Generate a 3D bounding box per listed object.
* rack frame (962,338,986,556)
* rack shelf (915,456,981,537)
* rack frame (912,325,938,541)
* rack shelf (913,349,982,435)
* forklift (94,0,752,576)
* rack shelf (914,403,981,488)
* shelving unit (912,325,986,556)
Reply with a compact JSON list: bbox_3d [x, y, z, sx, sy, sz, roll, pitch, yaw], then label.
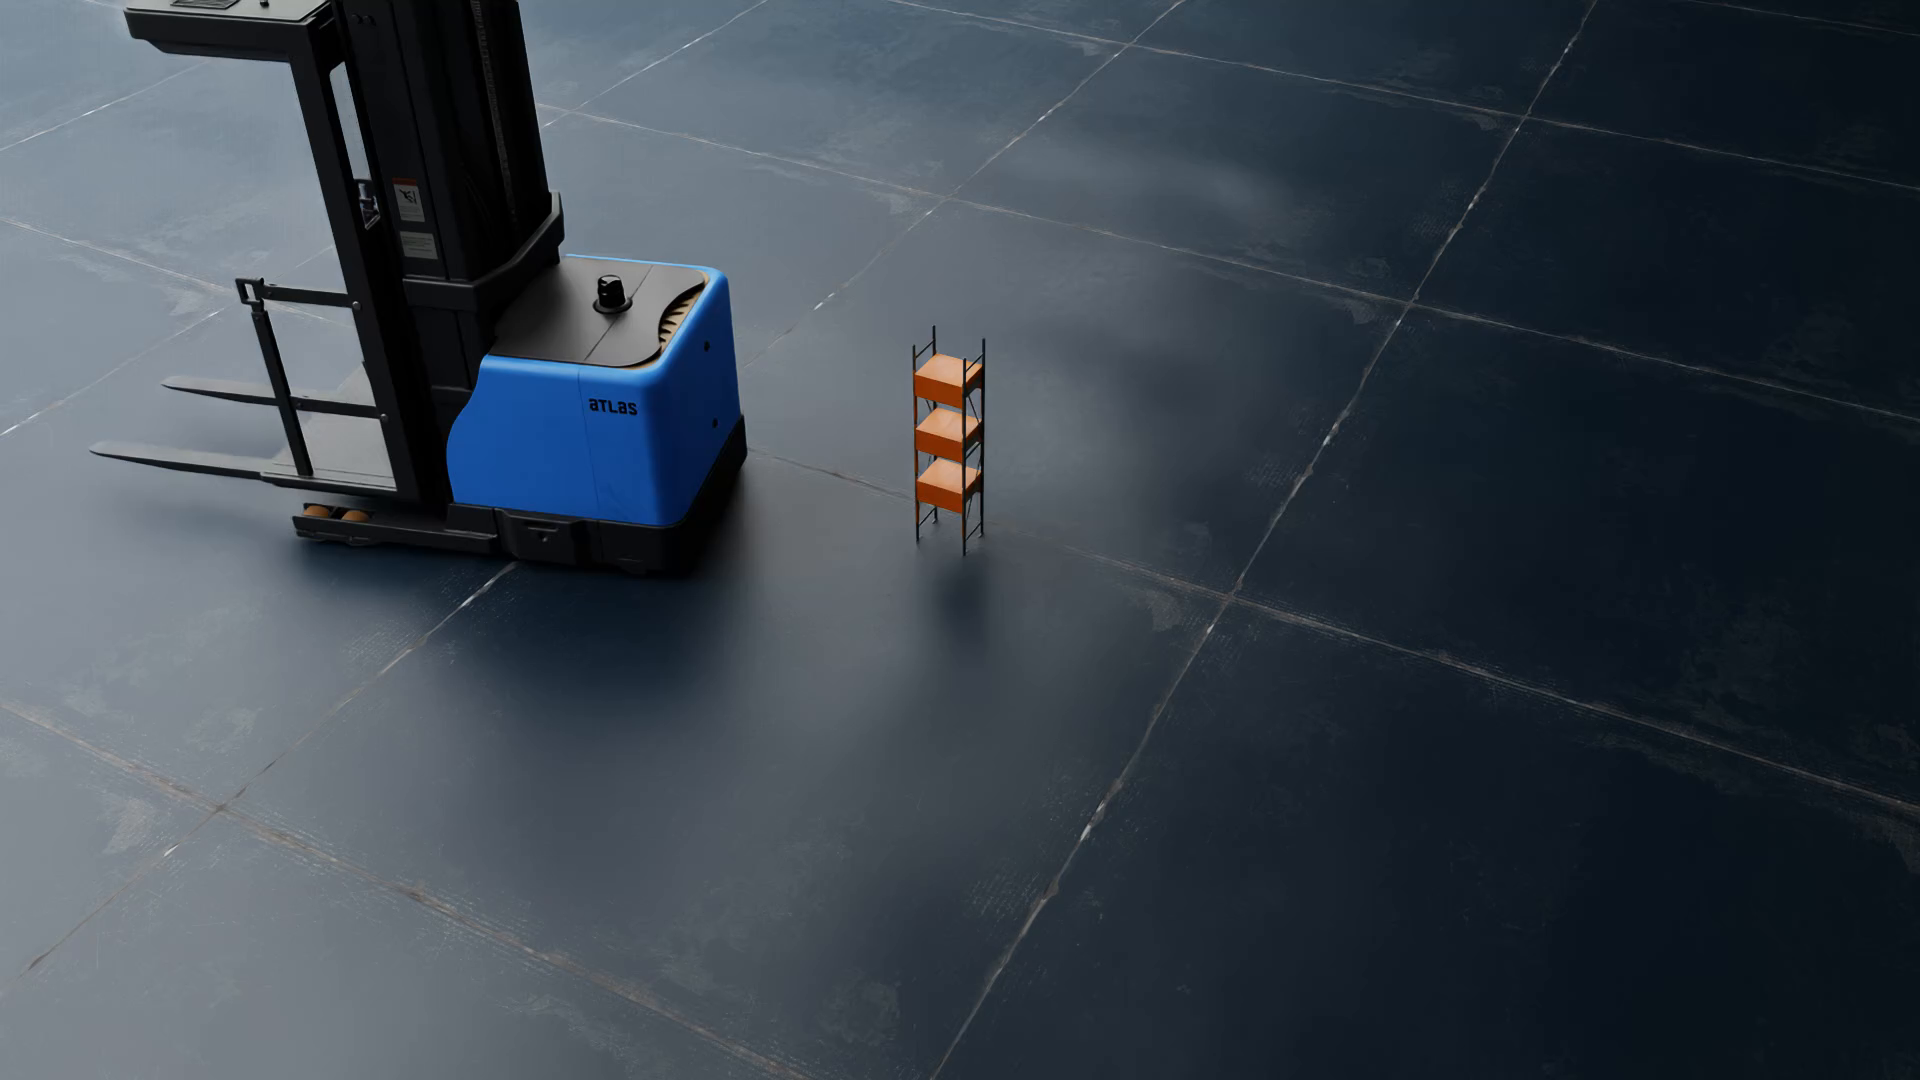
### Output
[{"bbox_3d":[0.061,-0.399,7.407,0.008,1.050,0.200,17,41,21],"label":"rack frame"},{"bbox_3d":[-0.048,-0.203,7.627,0.240,0.259,0.215,17,41,21],"label":"rack shelf"},{"bbox_3d":[-0.156,-0.467,7.497,0.008,1.050,0.200,17,41,21],"label":"rack frame"},{"bbox_3d":[-0.048,-0.651,7.287,0.240,0.259,0.215,17,41,21],"label":"rack shelf"},{"bbox_3d":[-2.591,-1.441,7.224,3.031,2.935,1.130,7,38,9],"label":"forklift"},{"bbox_3d":[-0.048,-0.425,7.459,0.240,0.259,0.215,17,41,21],"label":"rack shelf"},{"bbox_3d":[-0.048,-0.433,7.452,0.252,1.050,0.215,17,41,21],"label":"shelving unit"}]
